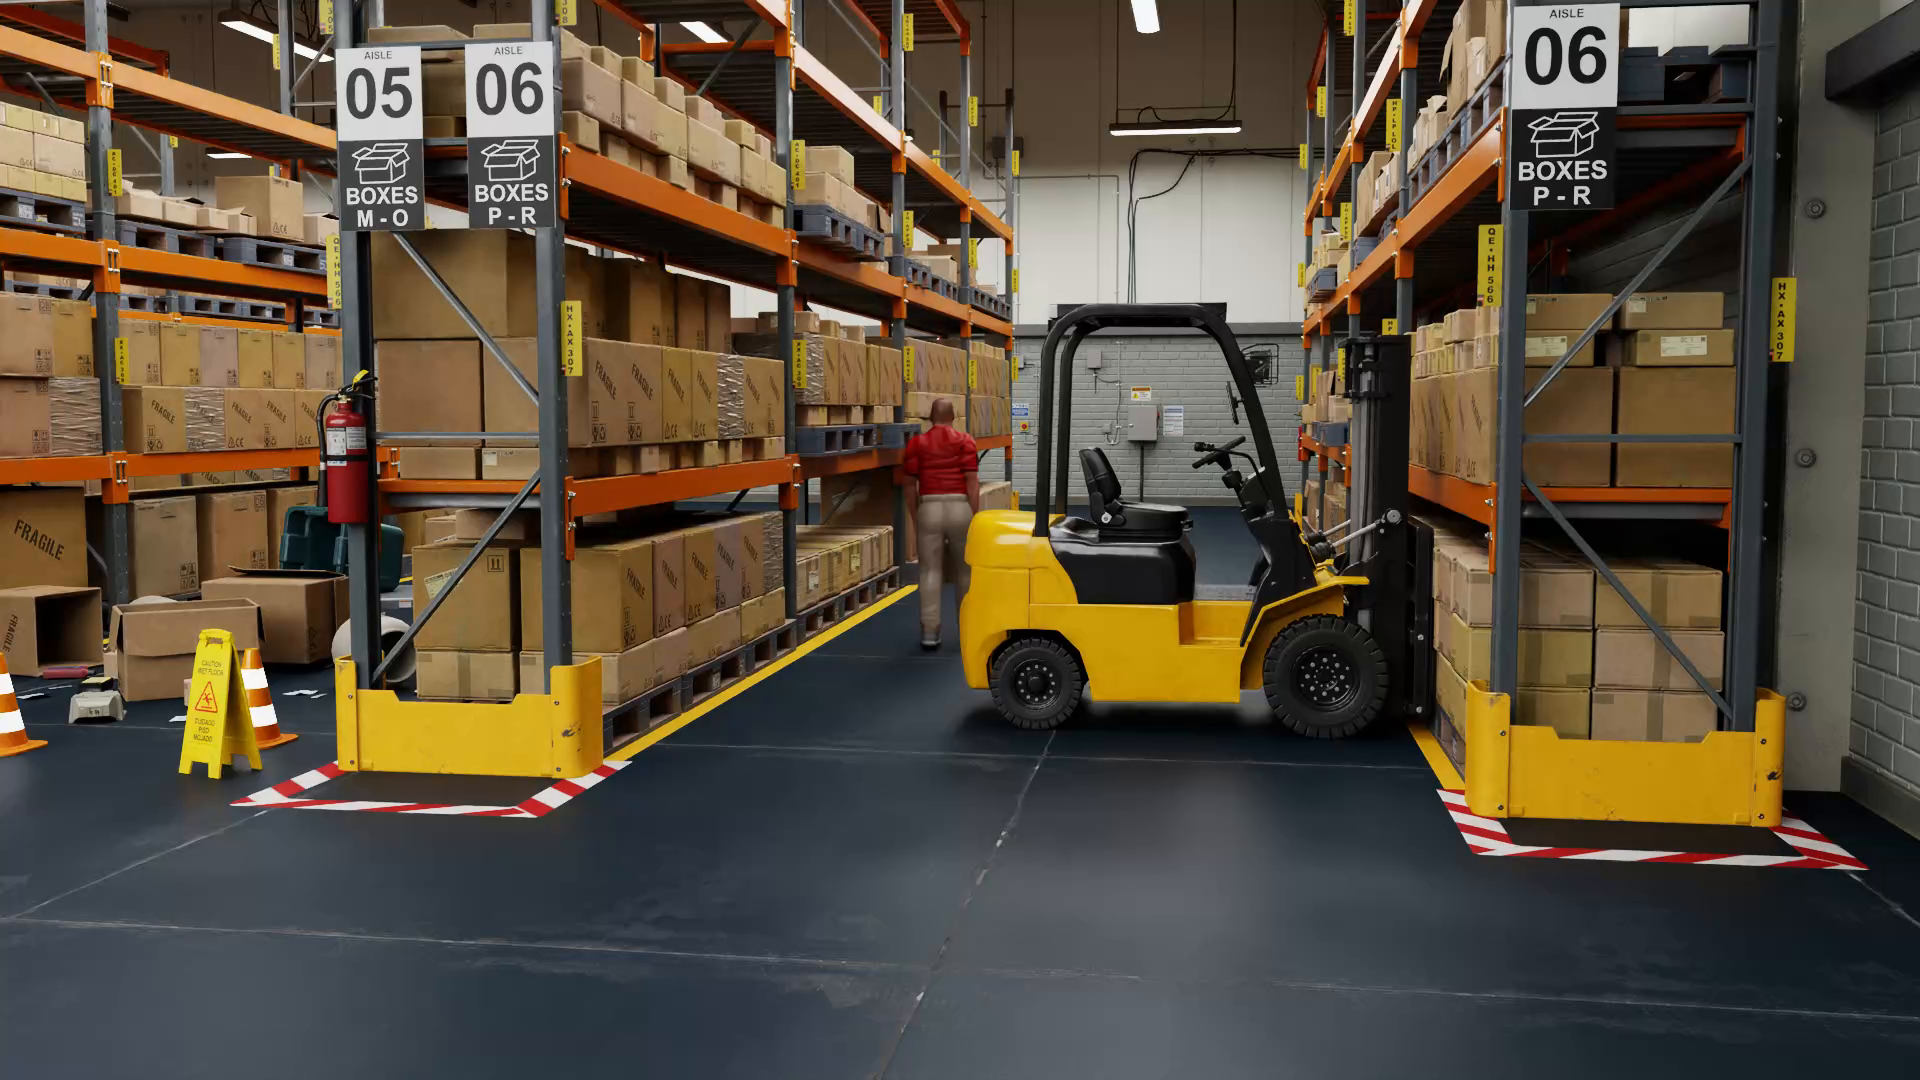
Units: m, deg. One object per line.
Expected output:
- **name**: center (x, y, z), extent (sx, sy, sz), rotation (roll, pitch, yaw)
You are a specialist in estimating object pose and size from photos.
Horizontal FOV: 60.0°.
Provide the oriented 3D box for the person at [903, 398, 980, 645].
- **person**: center (-0.119, -0.146, 11.623), extent (0.542, 1.688, 0.950), rotation (0, 4, 6)
